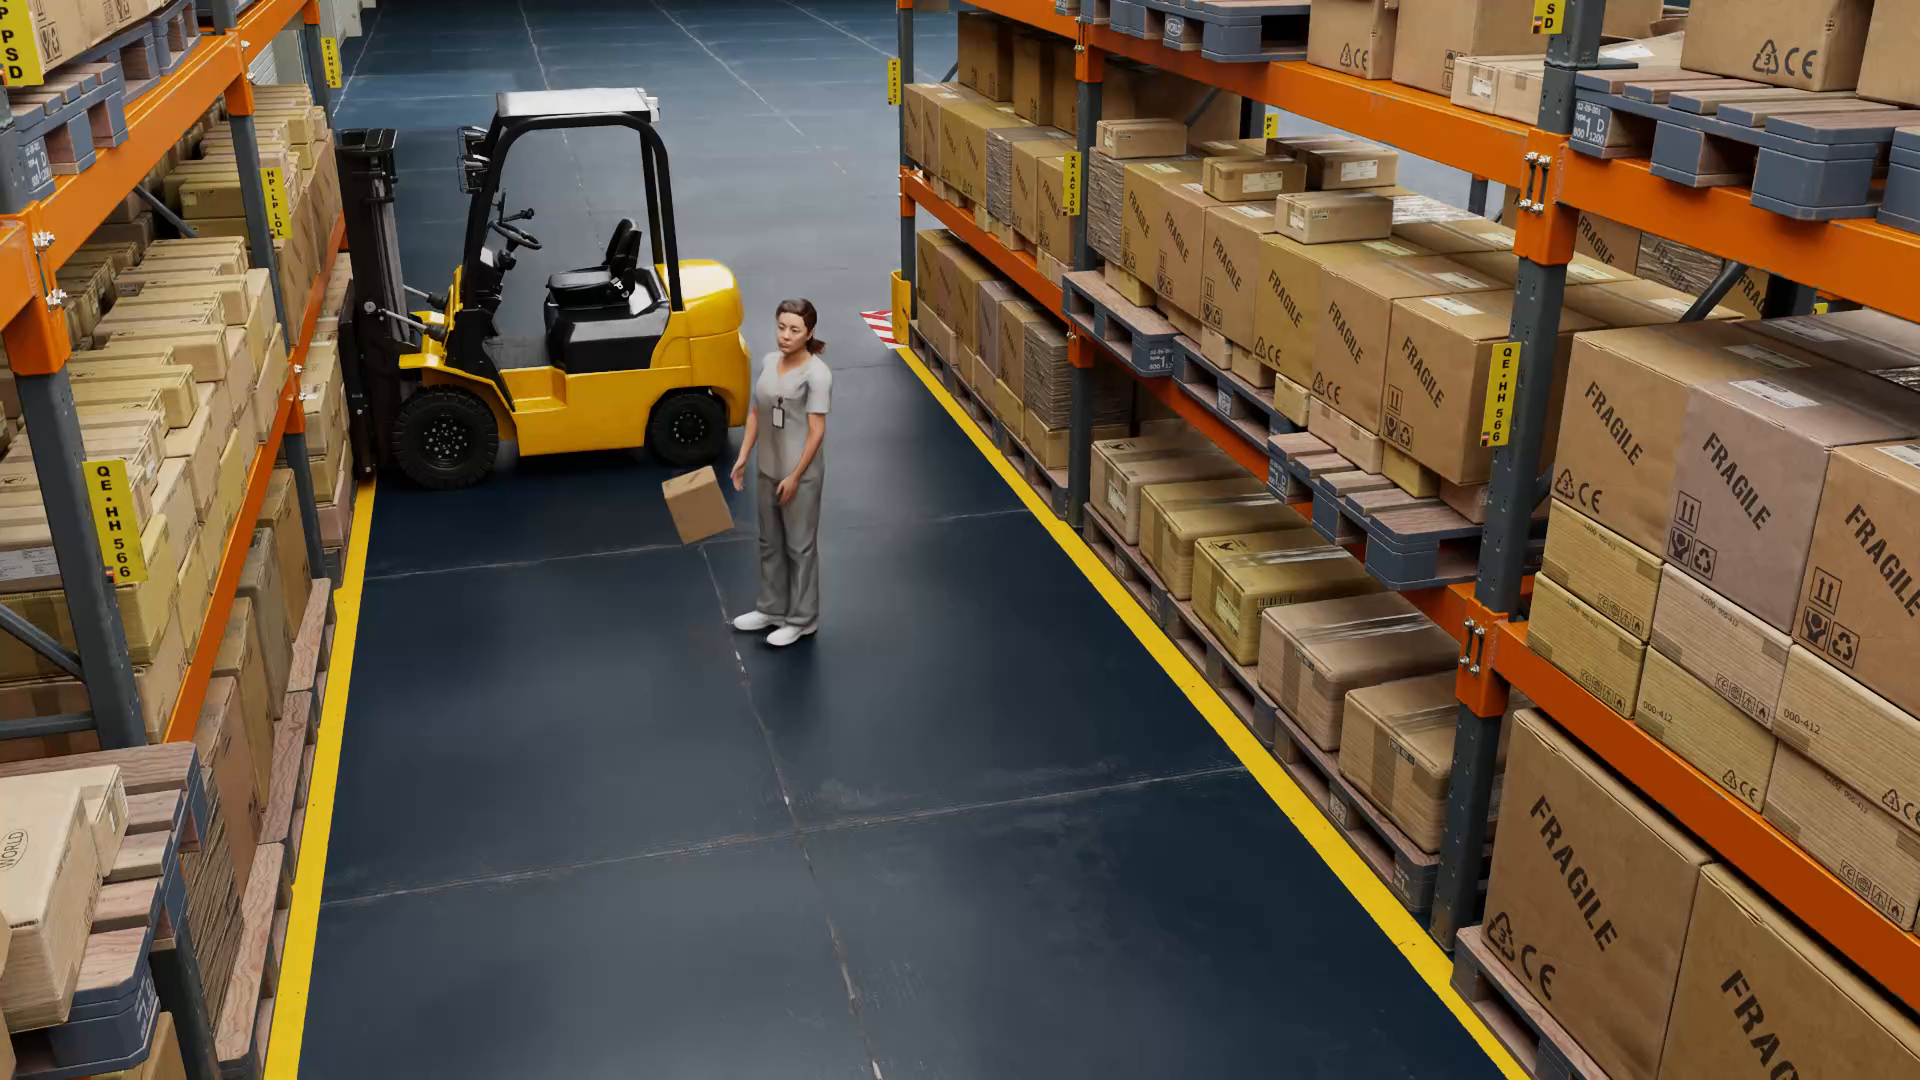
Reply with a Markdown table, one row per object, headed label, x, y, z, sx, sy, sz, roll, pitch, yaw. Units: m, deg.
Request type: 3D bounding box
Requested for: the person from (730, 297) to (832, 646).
| label | x | y | z | sx | sy | sz | roll | pitch | yaw |
| --- | --- | --- | --- | --- | --- | --- | --- | --- | --- |
| person | -0.833 | -0.303 | 7.809 | 0.527 | 1.660 | 0.421 | 21 | 30 | 40 |
